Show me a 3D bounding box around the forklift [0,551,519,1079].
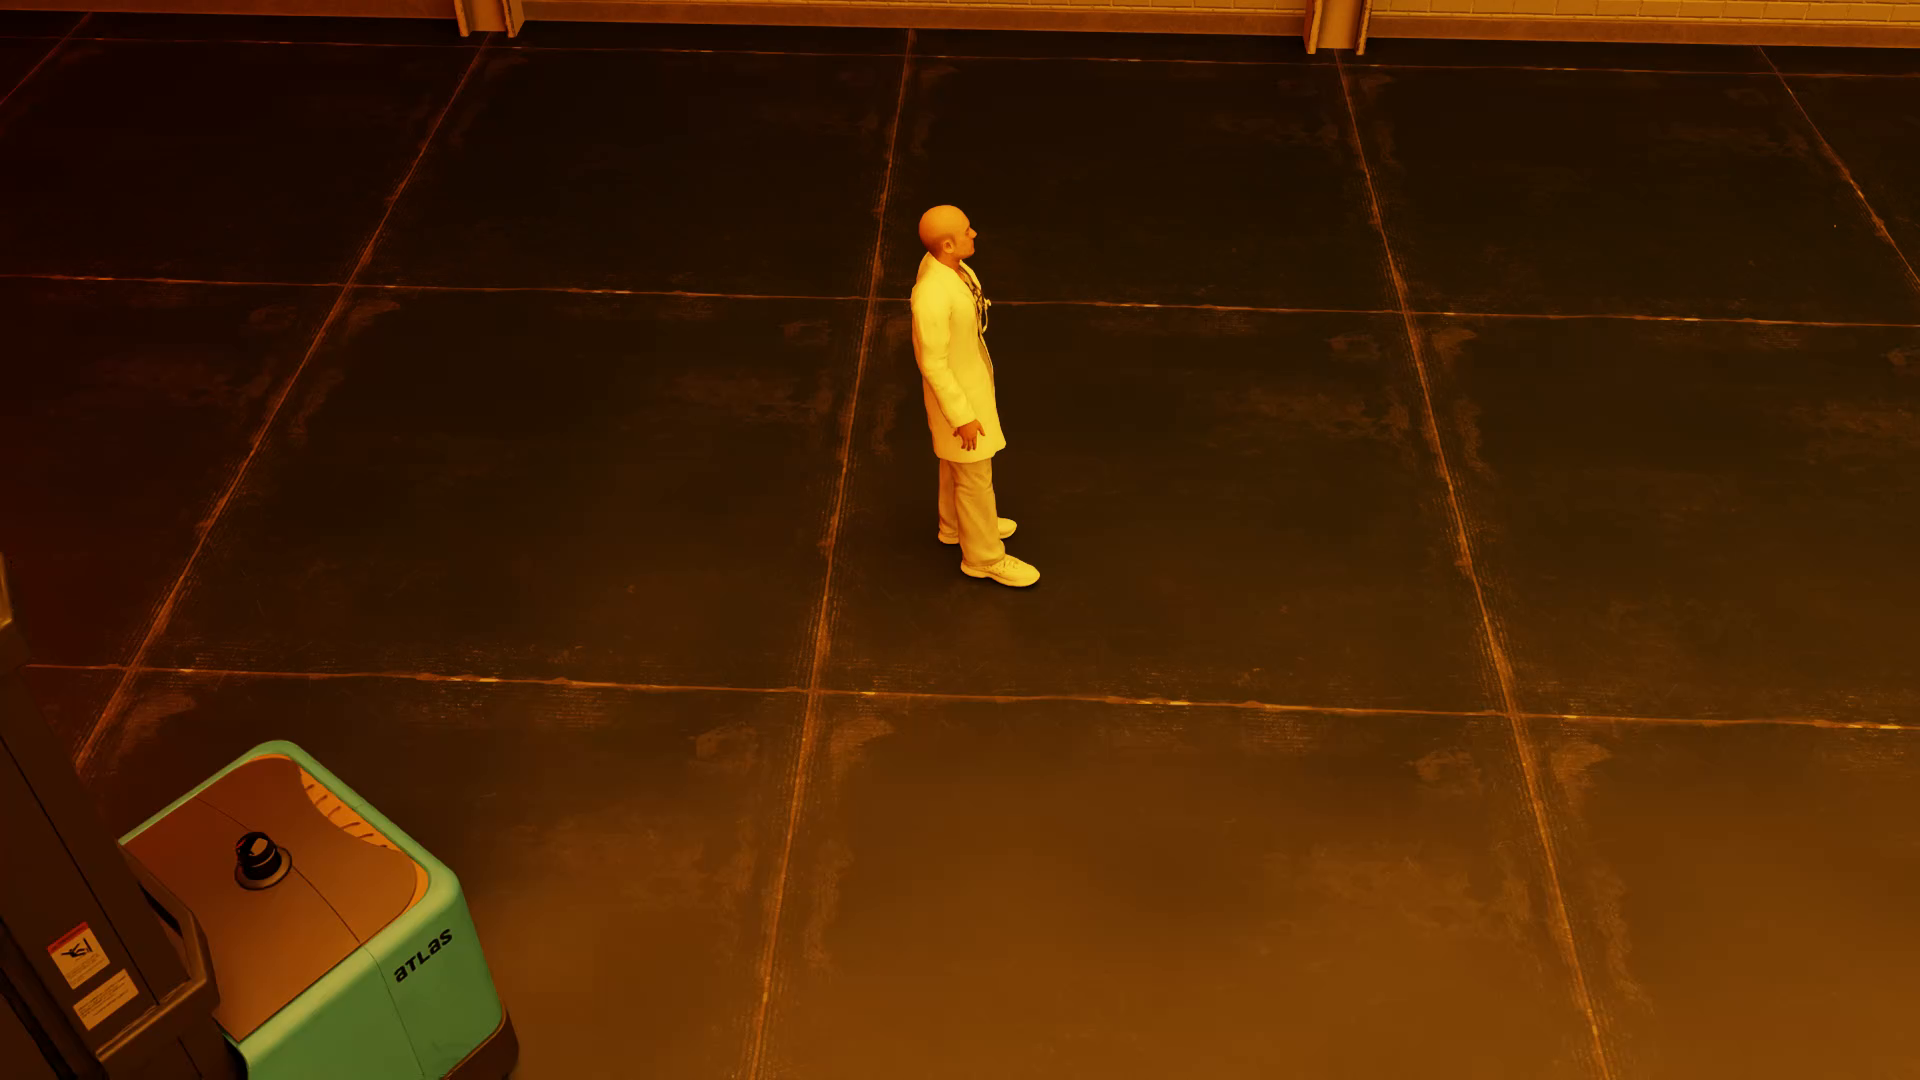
[{"bbox_3d":[-2.865,1.336,4.279,1.130,2.935,3.031,29,50,28],"label":"forklift"}]

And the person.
[{"bbox_3d":[0.091,-0.657,7.306,0.578,1.778,0.698,2,42,2],"label":"person"}]
